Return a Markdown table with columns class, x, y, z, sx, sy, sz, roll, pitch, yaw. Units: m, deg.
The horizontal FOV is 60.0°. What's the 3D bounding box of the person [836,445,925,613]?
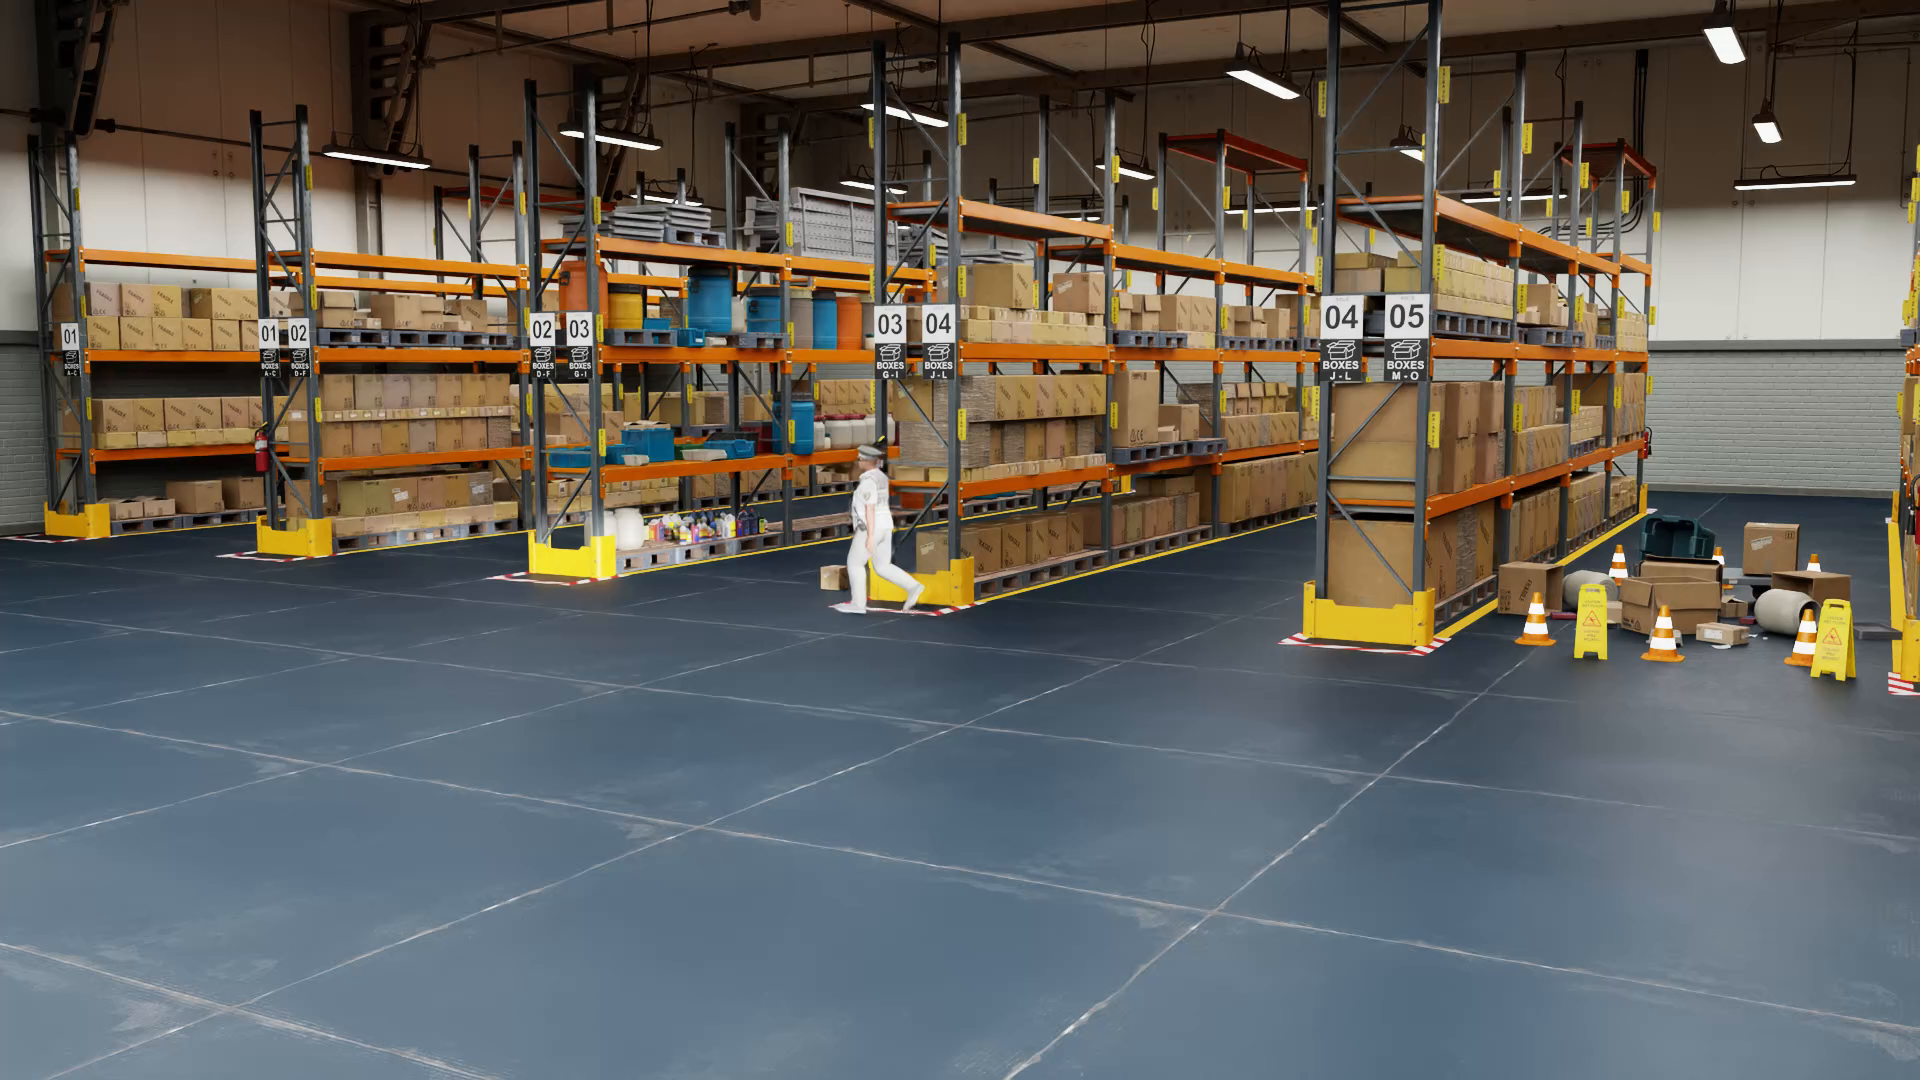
| class | x | y | z | sx | sy | sz | roll | pitch | yaw |
| --- | --- | --- | --- | --- | --- | --- | --- | --- | --- |
| person | -0.823 | -0.108 | 17.030 | 0.912 | 1.725 | 0.573 | 2 | 6 | 22 |
